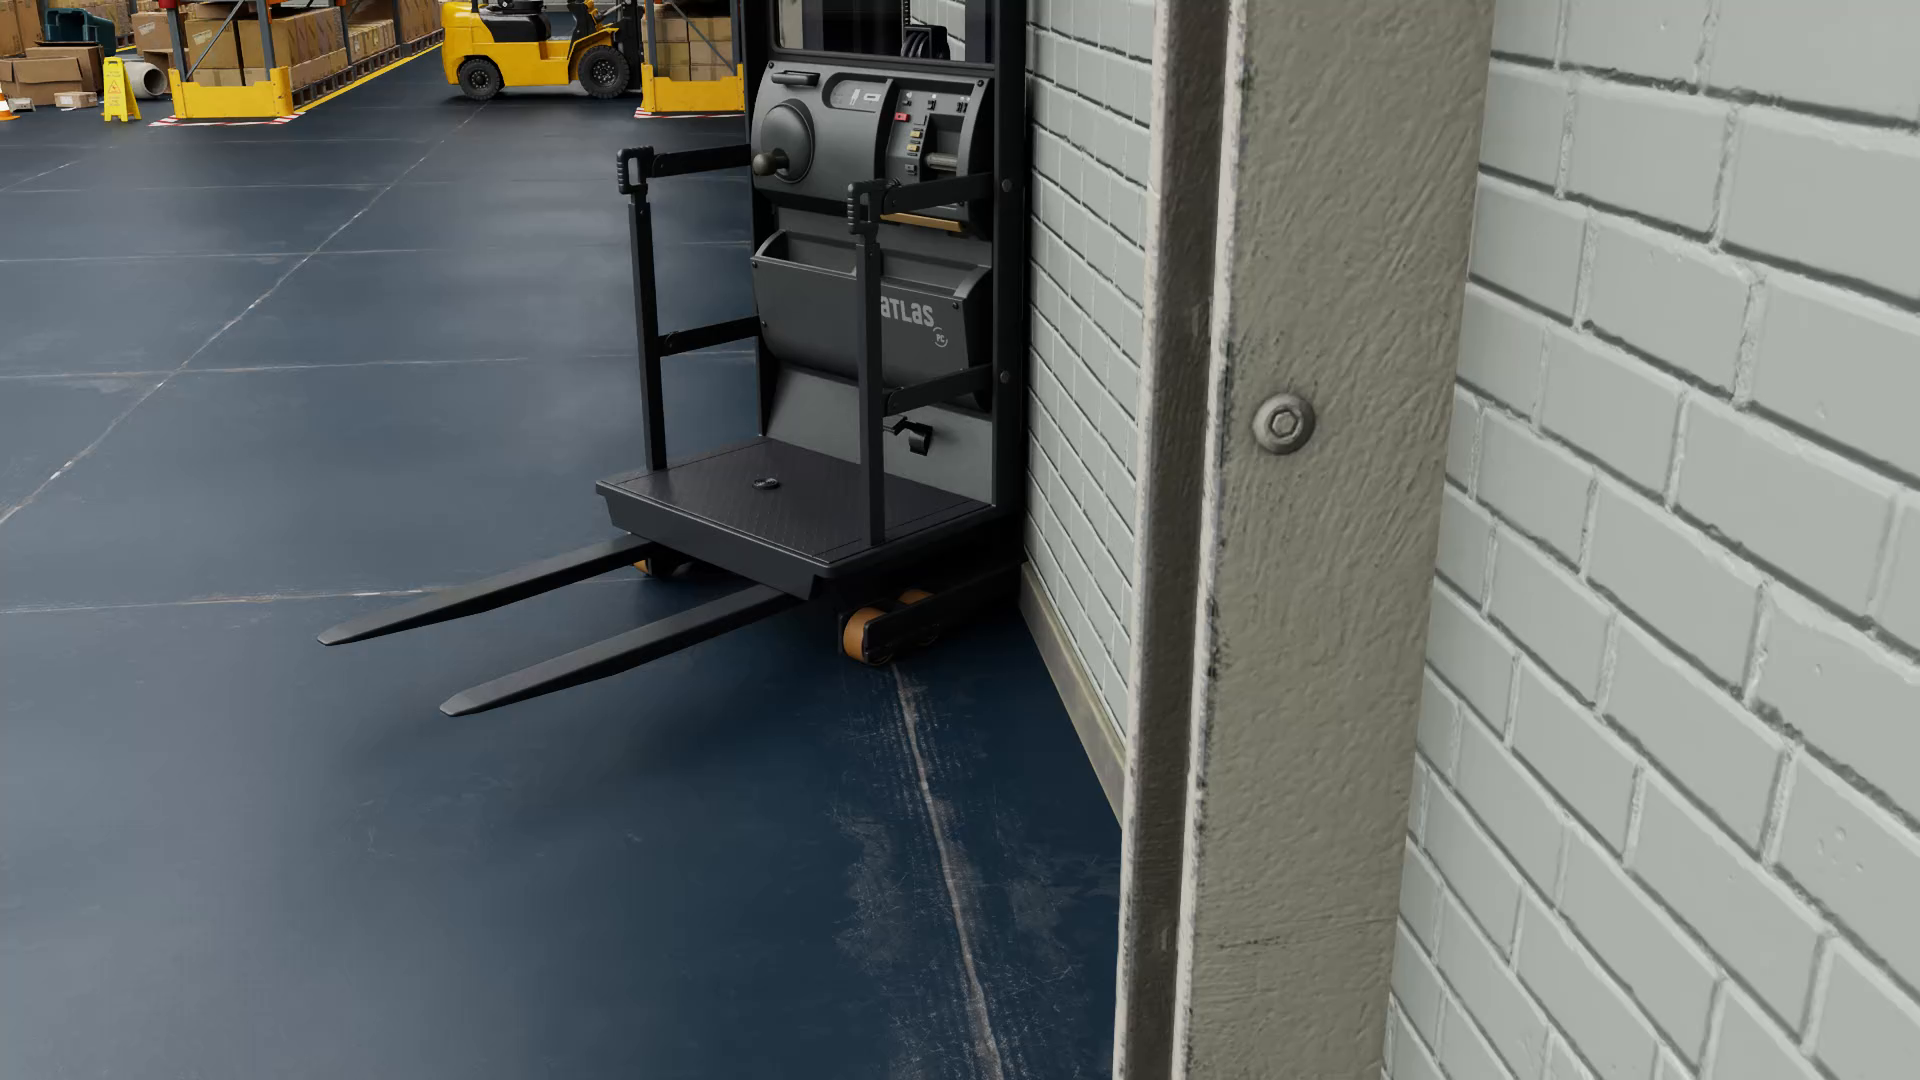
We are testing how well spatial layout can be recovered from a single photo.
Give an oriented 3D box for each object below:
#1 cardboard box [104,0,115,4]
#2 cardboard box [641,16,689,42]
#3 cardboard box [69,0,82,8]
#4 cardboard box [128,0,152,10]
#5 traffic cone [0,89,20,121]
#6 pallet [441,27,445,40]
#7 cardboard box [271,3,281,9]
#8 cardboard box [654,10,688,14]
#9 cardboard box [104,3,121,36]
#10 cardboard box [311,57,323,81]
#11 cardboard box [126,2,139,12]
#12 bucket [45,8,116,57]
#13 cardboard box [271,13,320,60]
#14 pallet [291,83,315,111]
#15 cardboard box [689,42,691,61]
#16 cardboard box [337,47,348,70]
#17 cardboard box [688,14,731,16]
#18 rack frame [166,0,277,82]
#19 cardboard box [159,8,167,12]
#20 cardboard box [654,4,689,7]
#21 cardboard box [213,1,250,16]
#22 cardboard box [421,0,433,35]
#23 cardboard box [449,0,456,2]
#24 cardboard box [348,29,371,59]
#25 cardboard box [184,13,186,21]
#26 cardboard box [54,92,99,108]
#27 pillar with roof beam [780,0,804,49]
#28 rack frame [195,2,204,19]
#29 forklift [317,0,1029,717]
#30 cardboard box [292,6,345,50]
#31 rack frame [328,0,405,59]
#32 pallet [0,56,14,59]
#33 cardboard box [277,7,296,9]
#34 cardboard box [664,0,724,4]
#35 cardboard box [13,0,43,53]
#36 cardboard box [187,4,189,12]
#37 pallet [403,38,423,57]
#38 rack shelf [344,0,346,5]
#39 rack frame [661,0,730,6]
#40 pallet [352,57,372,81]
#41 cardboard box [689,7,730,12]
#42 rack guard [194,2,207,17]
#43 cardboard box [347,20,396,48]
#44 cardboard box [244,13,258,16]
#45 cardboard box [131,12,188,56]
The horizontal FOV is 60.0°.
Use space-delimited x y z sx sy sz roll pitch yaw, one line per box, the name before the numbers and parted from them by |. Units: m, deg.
cardboard box | -14.051 -8.811 26.919 0.500 0.250 0.500 -2 21 -5
cardboard box | -3.319 -5.760 18.750 0.500 0.250 0.500 -2 21 -6
cardboard box | -13.826 -8.276 25.488 0.500 0.250 0.500 -3 21 -8
cardboard box | -14.440 -9.400 29.220 0.380 0.149 0.250 -3 21 -9
traffic cone | -10.244 -4.709 17.663 0.336 0.463 0.334 -3 21 -8
pallet | -9.618 -9.103 29.787 1.003 0.211 1.213 -3 21 -8
cardboard box | -8.656 -6.672 20.623 0.380 0.149 0.250 -3 21 -7
cardboard box | -3.547 -6.286 20.160 0.500 0.250 0.500 -3 21 -9
cardboard box | -14.040 -8.462 27.057 0.500 0.500 0.500 -3 21 -9
cardboard box | -7.856 -5.554 19.630 0.500 0.250 0.500 -2 21 -4
cardboard box | -14.314 -9.127 28.490 0.380 0.149 0.250 -2 21 -6
bucket | -11.015 -6.335 20.897 0.726 0.611 0.620 4 11 11
cardboard box | -7.846 -5.903 19.493 0.500 0.500 0.500 -3 21 -7
pallet | -7.949 -4.990 18.776 1.003 0.211 1.213 -3 21 -8
cardboard box | -3.386 -5.709 19.329 0.500 0.250 0.500 -3 21 -8
cardboard box | -8.081 -6.090 21.063 0.500 0.250 0.500 -2 21 -5
cardboard box | -2.902 -5.965 19.300 0.500 0.250 0.500 -3 21 -8
rack frame | -7.856 -5.987 17.459 1.000 3.000 0.127 -3 21 -8
cardboard box | -14.427 -9.446 29.769 0.380 0.149 0.250 -3 21 -8
cardboard box | -3.762 -6.818 21.583 0.500 0.250 0.500 -3 21 -9
cardboard box | -8.418 -6.117 19.139 0.380 0.149 0.250 -2 21 -5
cardboard box | -9.279 -8.820 27.481 0.875 0.875 0.875 -2 21 -6
cardboard box | -9.700 -9.671 30.385 0.875 0.438 0.875 -4 21 -9
cardboard box | -8.617 -6.768 22.706 0.950 0.372 0.625 -2 21 -4
cardboard box | -14.674 -9.752 31.014 0.380 0.149 0.250 -3 21 -8
cardboard box | -10.044 -5.003 18.900 0.380 0.149 0.250 8 22 20
pillar with roof beam | -5.548 -7.041 11.707 9.100 9.000 0.400 -3 21 -8
rack frame | -15.046 -11.242 31.529 1.000 3.000 0.127 -3 21 -8
forklift | -0.425 -1.214 4.776 1.130 2.935 3.031 18 27 40
cardboard box | -8.082 -6.441 20.932 0.500 0.500 0.500 -3 21 -9
rack frame | -9.009 -8.757 24.875 1.000 3.000 0.127 -3 21 -8
pallet | -13.681 -6.468 22.732 1.003 0.211 1.213 -3 21 -8
cardboard box | -8.615 -6.414 20.860 0.500 0.500 0.500 -2 21 -5
cardboard box | -4.021 -7.876 25.311 0.875 0.625 0.625 -2 21 -6
cardboard box | -13.894 -7.400 23.857 1.050 0.750 0.750 -3 21 -8
cardboard box | -14.703 -9.981 31.202 0.380 0.149 0.250 -3 21 -9
pallet | -9.048 -7.728 26.104 1.003 0.211 1.213 -3 21 -8
rack shelf | -8.721 -7.728 23.147 1.077 0.370 4.000 -3 21 -8
rack frame | -3.521 -7.624 21.841 1.000 3.000 0.127 -3 21 -8
pallet | -8.546 -6.335 22.377 1.003 0.211 1.213 -3 21 -8
cardboard box | -3.111 -6.490 20.705 0.500 0.250 0.500 -3 21 -7
rack guard | -15.035 -10.045 31.896 1.175 0.500 0.348 -3 21 -8
cardboard box | -8.937 -7.527 24.737 0.950 0.372 0.625 -4 21 -11
cardboard box | -8.374 -5.867 19.395 0.500 0.500 0.500 -3 21 -9
cardboard box | -10.189 -6.456 21.204 0.500 0.500 0.500 -3 21 -8
